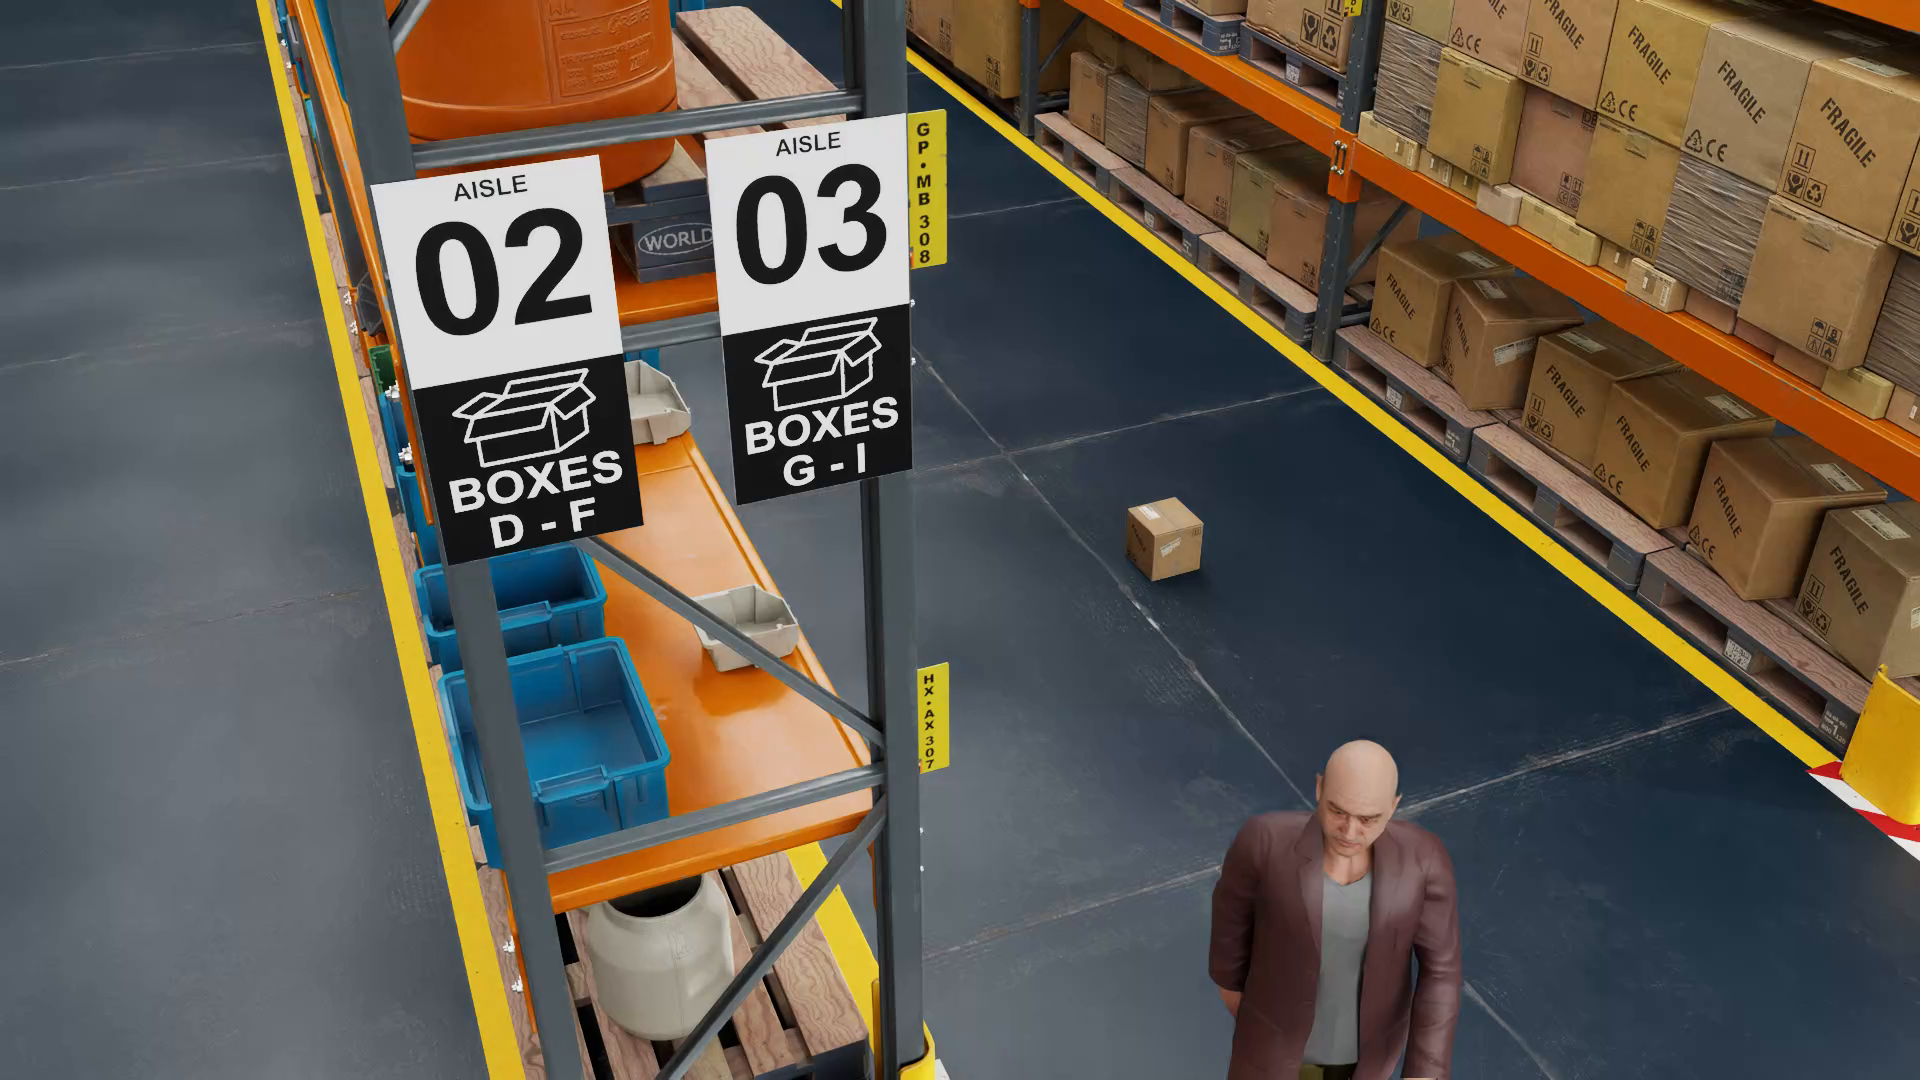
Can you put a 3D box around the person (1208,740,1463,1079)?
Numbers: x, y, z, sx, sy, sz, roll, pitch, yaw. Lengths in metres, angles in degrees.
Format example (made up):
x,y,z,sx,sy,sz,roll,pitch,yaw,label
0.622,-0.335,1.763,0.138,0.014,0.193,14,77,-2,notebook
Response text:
x,y,z,sx,sy,sz,roll,pitch,yaw,label
0.921,1.281,4.148,0.585,1.733,1.060,1,33,2,person
